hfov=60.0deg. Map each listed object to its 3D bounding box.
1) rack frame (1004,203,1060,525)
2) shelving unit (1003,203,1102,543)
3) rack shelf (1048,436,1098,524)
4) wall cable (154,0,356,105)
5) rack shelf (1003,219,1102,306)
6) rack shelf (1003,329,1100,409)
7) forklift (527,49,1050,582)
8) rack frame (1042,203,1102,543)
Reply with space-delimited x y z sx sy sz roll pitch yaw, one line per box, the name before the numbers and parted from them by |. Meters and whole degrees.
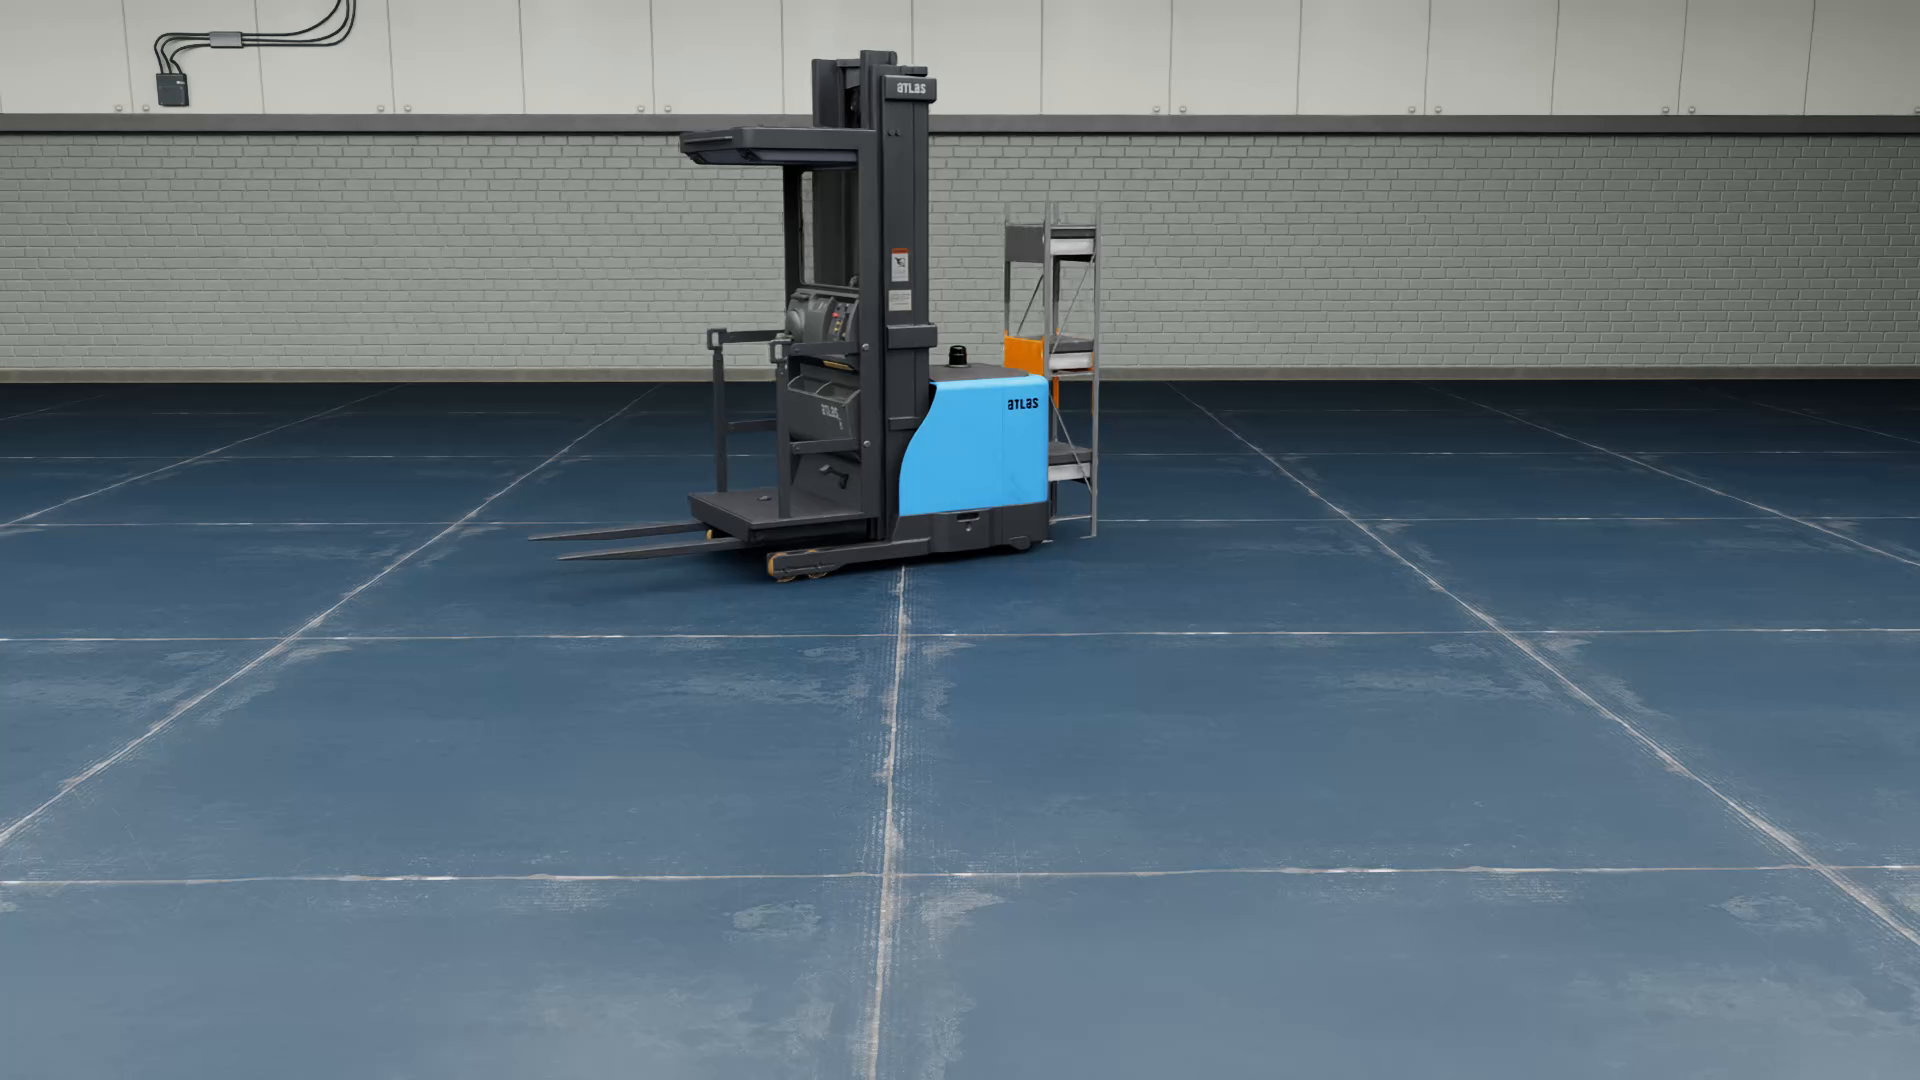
rack frame | 0.459 -1.113 10.766 0.400 2.100 0.015 -6 13 -28
shelving unit | 0.576 -1.071 10.556 0.431 2.100 0.503 -6 13 -28
rack shelf | 0.576 -0.371 10.698 0.431 0.518 0.480 -6 13 -28
wall cable | -8.045 -7.946 18.542 2.305 6.003 0.169 0 11 -1
rack shelf | 0.576 -1.743 10.419 0.431 0.518 0.480 -6 13 -28
rack shelf | 0.576 -1.057 10.558 0.431 0.518 0.480 -6 13 -28
forklift | -0.992 -1.318 9.686 3.031 2.935 1.130 -6 13 -28
rack frame | 0.693 -1.028 10.346 0.400 2.100 0.015 -6 13 -28
